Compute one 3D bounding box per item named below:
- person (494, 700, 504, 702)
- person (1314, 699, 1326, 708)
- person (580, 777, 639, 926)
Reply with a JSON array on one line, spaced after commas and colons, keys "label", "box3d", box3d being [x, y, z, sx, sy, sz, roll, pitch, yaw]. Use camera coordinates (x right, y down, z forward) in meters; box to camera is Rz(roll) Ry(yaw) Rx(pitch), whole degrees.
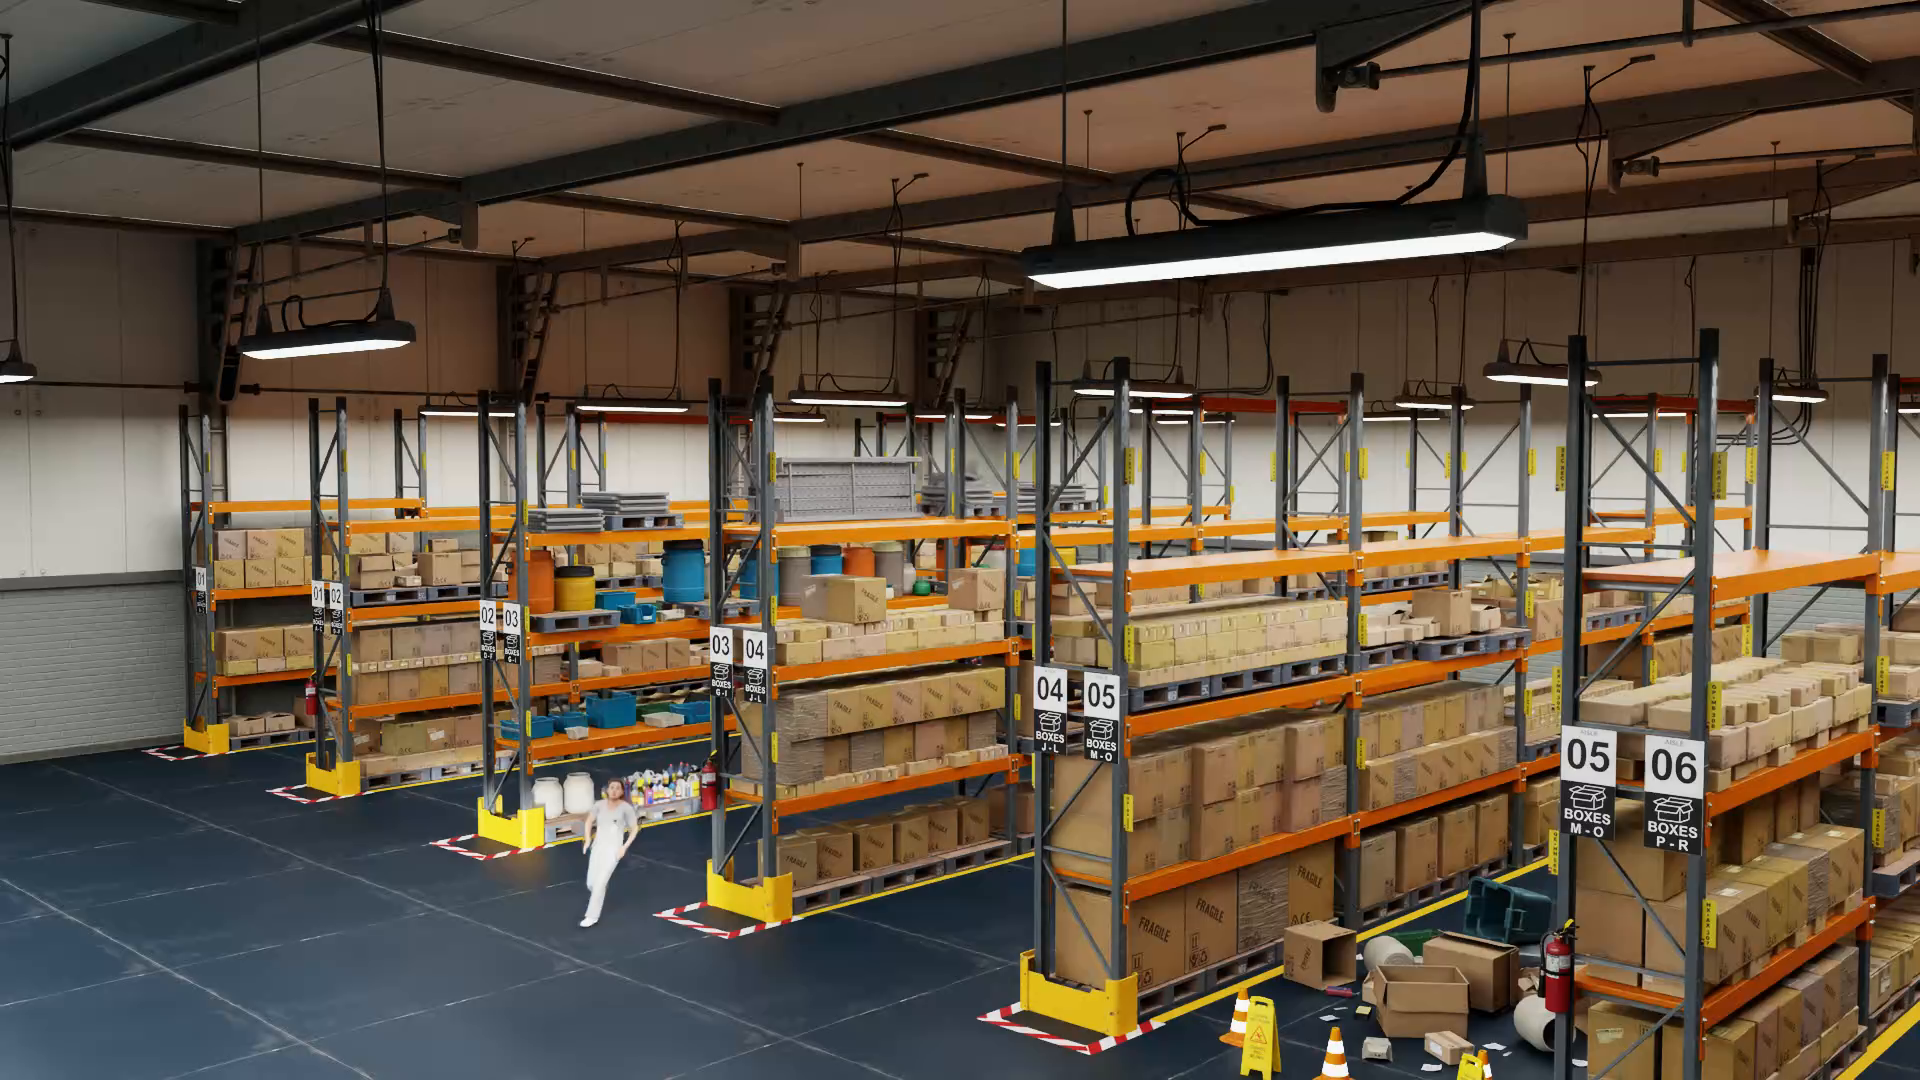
[{"label": "person", "box3d": [-8.218, 2.750, 29.872, 0.643, 1.676, 0.577, 2, 4, 34]}, {"label": "person", "box3d": [5.199, 3.100, 24.036, 0.587, 1.612, 0.566, 2, 4, 37]}, {"label": "person", "box3d": [-3.831, 3.399, 18.260, 0.596, 1.596, 0.572, 0, 3, 3]}]
